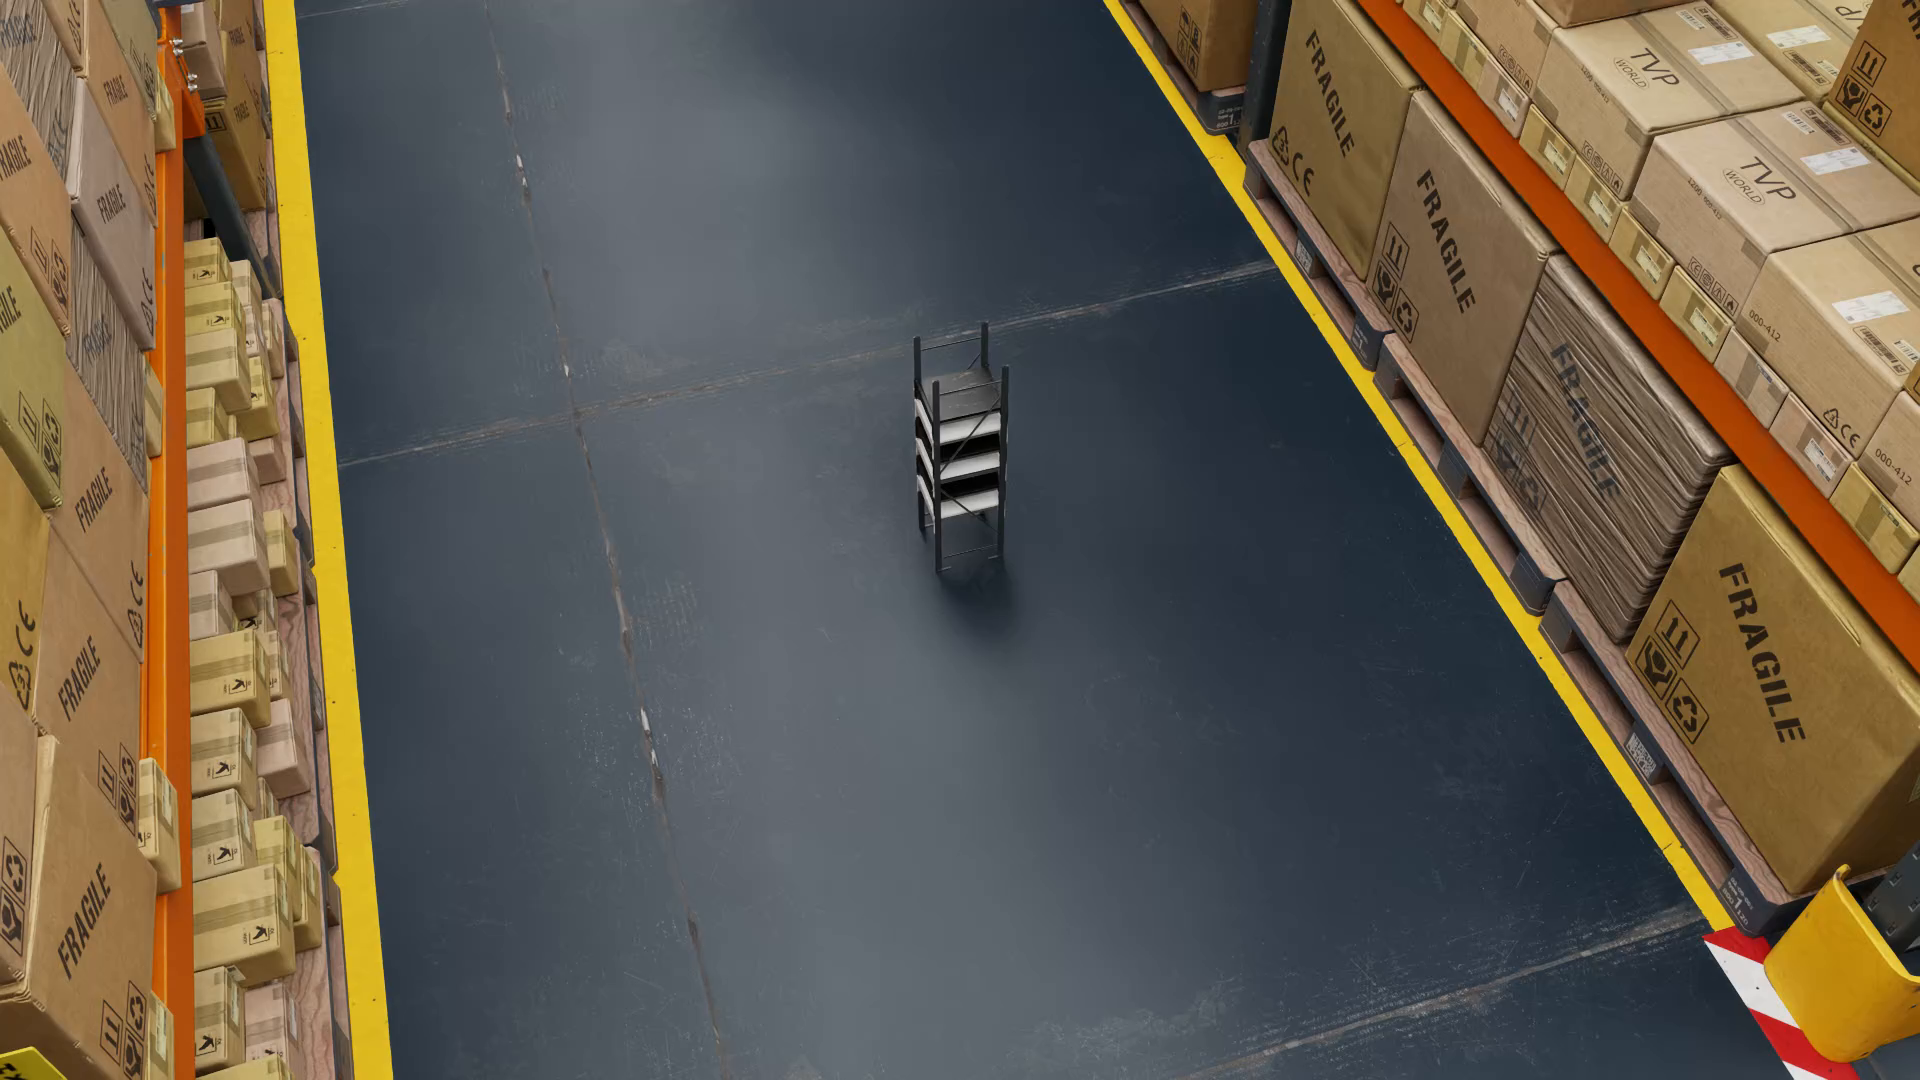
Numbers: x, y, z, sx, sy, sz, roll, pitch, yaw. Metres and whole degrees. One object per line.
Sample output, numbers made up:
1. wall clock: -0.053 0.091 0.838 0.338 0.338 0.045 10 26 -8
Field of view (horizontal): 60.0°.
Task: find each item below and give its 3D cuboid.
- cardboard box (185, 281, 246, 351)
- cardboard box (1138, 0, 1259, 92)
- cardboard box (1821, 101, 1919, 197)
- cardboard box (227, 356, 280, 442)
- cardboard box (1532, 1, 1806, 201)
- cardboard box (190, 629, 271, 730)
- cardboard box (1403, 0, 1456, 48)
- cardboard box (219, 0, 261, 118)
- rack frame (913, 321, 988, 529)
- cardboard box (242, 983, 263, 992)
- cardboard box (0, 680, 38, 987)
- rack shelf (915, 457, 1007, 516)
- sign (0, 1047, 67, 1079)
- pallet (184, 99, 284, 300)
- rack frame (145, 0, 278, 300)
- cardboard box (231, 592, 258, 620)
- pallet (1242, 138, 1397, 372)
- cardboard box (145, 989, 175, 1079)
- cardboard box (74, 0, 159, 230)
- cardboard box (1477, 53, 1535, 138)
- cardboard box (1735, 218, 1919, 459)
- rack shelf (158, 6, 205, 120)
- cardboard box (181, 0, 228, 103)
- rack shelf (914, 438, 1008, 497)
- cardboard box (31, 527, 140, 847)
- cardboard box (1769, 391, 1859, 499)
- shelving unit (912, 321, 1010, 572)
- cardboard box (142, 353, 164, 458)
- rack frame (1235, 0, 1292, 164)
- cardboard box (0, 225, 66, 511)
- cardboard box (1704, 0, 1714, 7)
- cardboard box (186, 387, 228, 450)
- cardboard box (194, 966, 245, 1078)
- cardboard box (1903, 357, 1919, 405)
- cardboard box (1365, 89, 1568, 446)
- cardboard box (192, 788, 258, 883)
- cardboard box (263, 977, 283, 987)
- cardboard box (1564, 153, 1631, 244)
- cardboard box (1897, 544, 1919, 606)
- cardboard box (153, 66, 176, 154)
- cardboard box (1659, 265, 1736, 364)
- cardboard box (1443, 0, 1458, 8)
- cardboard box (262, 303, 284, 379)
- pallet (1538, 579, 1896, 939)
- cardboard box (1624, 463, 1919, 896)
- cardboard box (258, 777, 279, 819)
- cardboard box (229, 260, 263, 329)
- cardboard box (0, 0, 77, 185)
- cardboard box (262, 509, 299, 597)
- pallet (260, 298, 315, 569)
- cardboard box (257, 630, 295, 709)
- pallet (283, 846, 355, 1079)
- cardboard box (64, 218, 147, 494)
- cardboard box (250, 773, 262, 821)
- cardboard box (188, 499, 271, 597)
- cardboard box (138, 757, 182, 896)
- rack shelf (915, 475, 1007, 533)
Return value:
1. cardboard box: -2.616 -0.702 5.581 0.380 0.149 0.250 -13 51 -11
2. cardboard box: 1.476 -2.634 7.124 1.225 0.875 0.875 -13 51 -11
3. cardboard box: 2.678 -1.004 4.538 0.500 0.250 0.500 -15 51 -12
4. cardboard box: -2.499 -0.441 5.555 0.380 0.149 0.250 -15 51 -12
5. cardboard box: 2.012 -1.262 4.756 0.500 0.250 0.500 -13 51 -11
6. cardboard box: -2.139 0.424 4.631 0.380 0.149 0.250 -13 51 -10
7. cardboard box: 1.690 -1.773 5.447 0.380 0.149 0.250 -15 51 -12
8. cardboard box: -3.207 -1.988 6.824 0.500 0.500 0.500 -11 51 -9
9. rack frame: -0.028 -0.358 5.464 0.240 0.900 0.006 -13 51 -11
10. cardboard box: -1.994 1.124 4.236 0.380 0.149 0.250 -13 51 -11
11. cardboard box: -1.780 0.410 2.528 0.500 0.500 0.500 -14 51 -11
12. rack shelf: 0.002 -0.205 5.495 0.258 0.077 0.200 -13 51 -11
13. sign: -1.382 0.847 2.508 0.100 0.325 0.005 -13 51 -11
14. pallet: -3.315 -1.342 6.744 1.003 0.211 1.213 -13 51 -11
15. rack frame: -3.084 -1.673 5.198 1.000 3.000 0.127 -13 51 -11
16. cardboard box: -2.364 0.147 5.060 0.380 0.149 0.250 -16 52 -13
17. pallet: 1.835 -1.249 6.665 1.003 0.211 1.213 -13 51 -11
18. cardboard box: -1.683 1.019 3.094 0.380 0.149 0.250 -14 51 -11
19. cardboard box: -2.518 -1.132 4.483 0.500 0.500 0.500 -15 51 -12
20. cardboard box: 1.838 -1.402 5.134 0.380 0.149 0.250 -13 51 -11
21. cardboard box: 2.321 -0.511 4.123 0.500 0.250 0.500 -14 51 -12
22. rack shelf: -3.675 -2.902 6.705 1.077 0.370 4.000 -13 51 -11
23. cardboard box: -3.050 -1.844 6.212 0.500 0.250 0.500 -15 52 -13
24. rack shelf: 0.002 -0.263 5.426 0.258 0.077 0.200 -13 51 -11
25. cardboard box: -1.952 0.345 3.237 0.500 0.500 0.500 -13 51 -11
26. cardboard box: 2.295 -0.278 4.187 0.380 0.149 0.250 -13 51 -11
27. shelving unit: 0.002 -0.284 5.401 0.258 0.900 0.210 -13 51 -11
28. cardboard box: -2.244 -0.311 4.214 0.380 0.149 0.250 -12 51 -10
29. rack frame: 1.684 -2.721 6.082 1.000 3.000 0.127 -13 51 -11
30. cardboard box: -2.068 -0.342 3.162 0.500 0.500 0.500 -14 51 -12
31. cardboard box: 2.372 -1.755 5.171 0.500 0.250 0.500 -12 51 -10
32. cardboard box: -2.534 -0.315 5.255 0.380 0.149 0.250 -12 51 -10
33. cardboard box: -1.928 1.207 3.972 0.380 0.149 0.250 -12 51 -10
34. cardboard box: 2.472 -0.385 3.526 0.500 0.500 0.500 -13 51 -11
35. cardboard box: 2.069 -1.014 5.758 0.875 0.875 0.875 -13 51 -11
36. cardboard box: -2.032 0.831 4.288 0.380 0.149 0.250 -16 52 -13
37. cardboard box: -1.985 1.225 4.346 0.380 0.149 0.250 -13 51 -11
38. cardboard box: 1.996 -1.020 4.813 0.380 0.149 0.250 -12 51 -10
39. cardboard box: 2.447 0.096 3.871 0.380 0.149 0.250 -12 51 -10
40. cardboard box: -2.595 -1.273 5.025 0.380 0.149 0.250 -15 51 -12
41. cardboard box: 2.144 -0.649 4.500 0.380 0.149 0.250 -14 51 -12
42. cardboard box: 1.715 -2.001 5.379 0.500 0.250 0.500 -14 51 -11
43. cardboard box: -2.642 -0.680 5.951 0.380 0.149 0.250 -13 51 -11
44. pallet: 2.556 0.533 5.162 1.003 0.211 1.213 -13 51 -11
45. cardboard box: 2.602 0.301 4.649 0.875 0.875 0.875 -13 51 -11
46. cardboard box: -2.123 0.848 4.663 0.380 0.149 0.250 -13 51 -11
47. cardboard box: -2.687 -0.827 5.881 0.380 0.149 0.250 -12 51 -10
48. cardboard box: -2.390 -1.088 3.791 0.500 0.500 0.500 -12 51 -10
49. cardboard box: -2.336 0.076 5.314 0.380 0.149 0.250 -13 51 -11
50. pallet: -2.851 -0.292 5.858 1.003 0.211 1.213 -13 51 -11
51. cardboard box: -2.220 0.450 4.998 0.380 0.149 0.250 -13 51 -11
52. pallet: -2.130 1.490 4.355 1.003 0.211 1.213 -13 51 -11
53. cardboard box: -2.242 -0.387 3.854 0.500 0.500 0.500 -15 51 -12
54. cardboard box: -2.136 0.740 4.560 0.380 0.149 0.250 -16 52 -13
55. cardboard box: -2.274 0.056 4.942 0.380 0.149 0.250 -15 51 -12
56. cardboard box: -1.827 0.634 3.418 0.380 0.149 0.250 -15 51 -12
57. rack shelf: 0.002 -0.147 5.564 0.258 0.077 0.200 -13 51 -11
